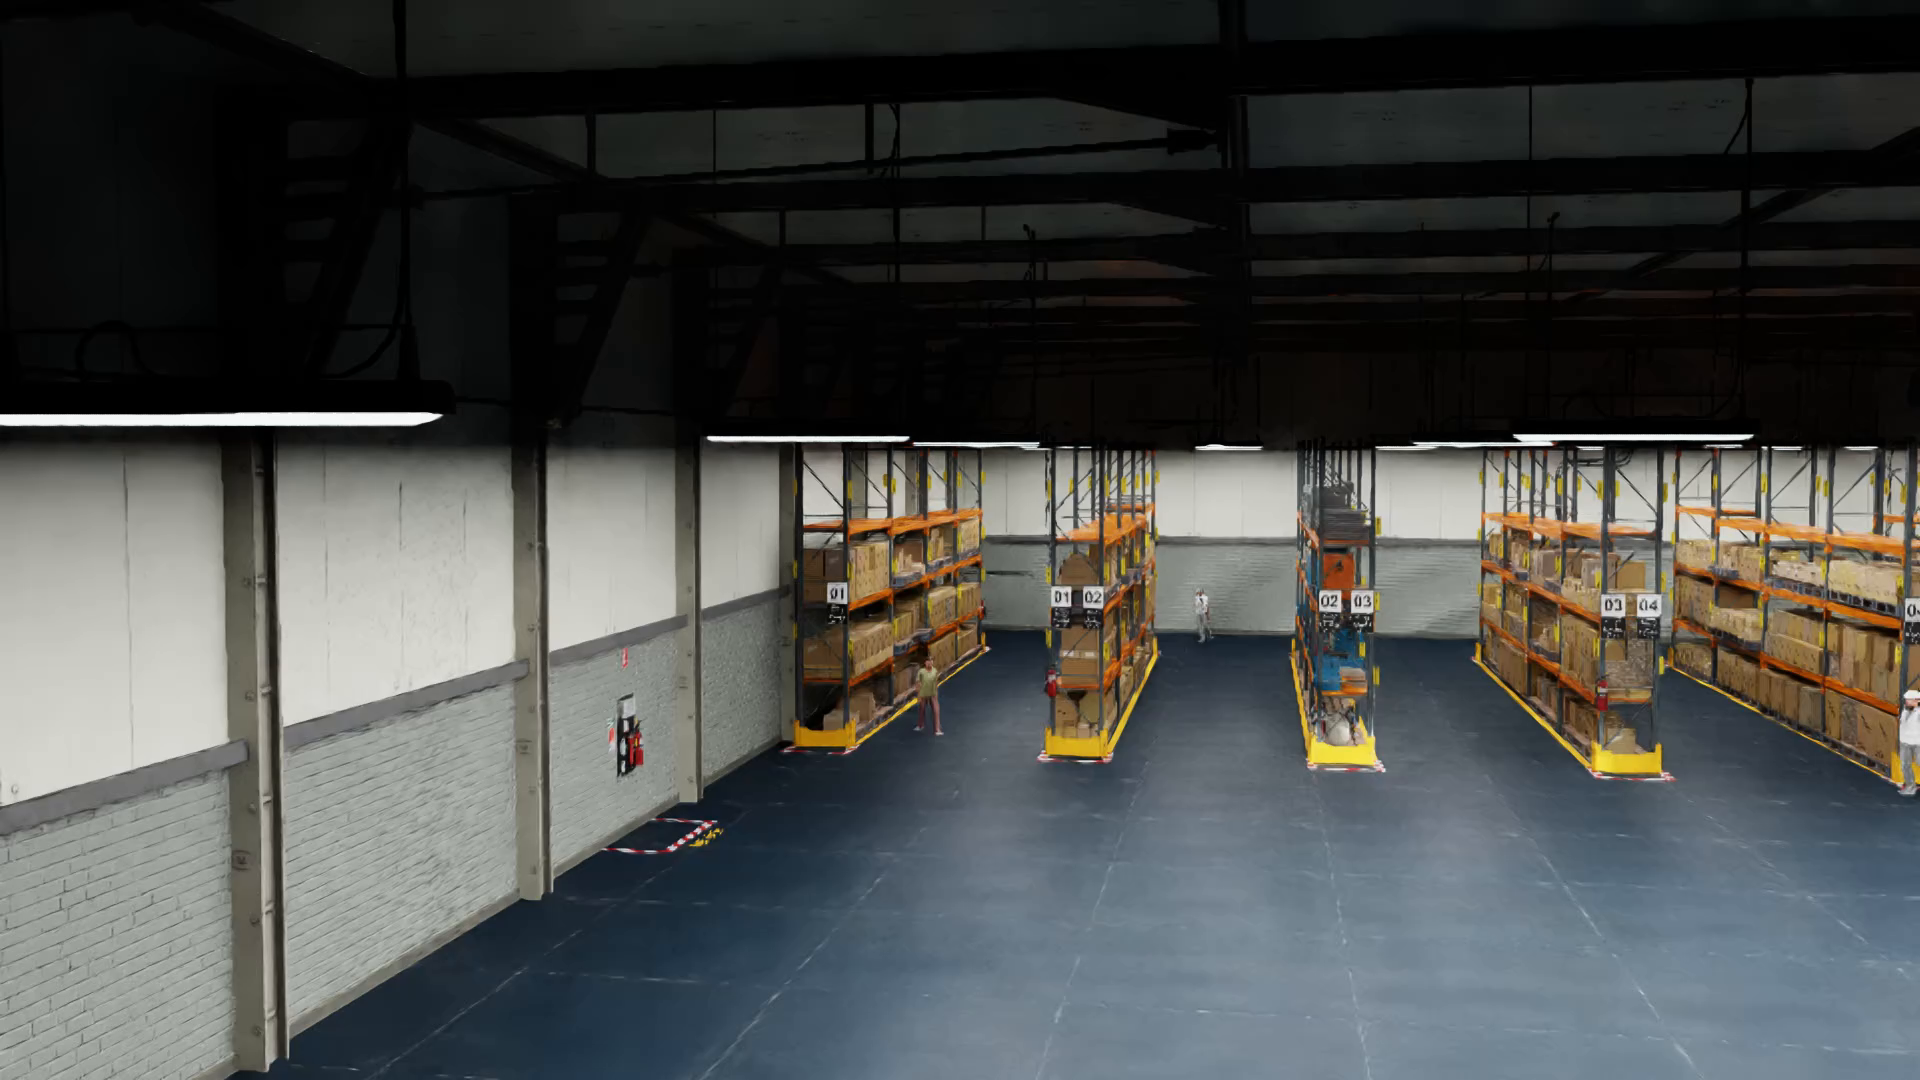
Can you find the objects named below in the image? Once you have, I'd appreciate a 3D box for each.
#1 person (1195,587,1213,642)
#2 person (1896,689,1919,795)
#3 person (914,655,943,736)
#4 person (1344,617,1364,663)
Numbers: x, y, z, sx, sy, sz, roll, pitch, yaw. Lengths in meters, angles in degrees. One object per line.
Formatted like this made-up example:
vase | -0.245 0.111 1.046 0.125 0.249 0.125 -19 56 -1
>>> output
person | 7.380 2.240 50.244 0.536 1.663 0.523 -3 4 -43
person | 16.001 3.377 27.783 0.544 1.766 0.631 -1 3 -19
person | -0.648 3.132 33.705 0.484 1.622 0.953 -1 3 -13
person | 10.606 2.492 44.783 0.571 1.708 1.022 0 3 2
